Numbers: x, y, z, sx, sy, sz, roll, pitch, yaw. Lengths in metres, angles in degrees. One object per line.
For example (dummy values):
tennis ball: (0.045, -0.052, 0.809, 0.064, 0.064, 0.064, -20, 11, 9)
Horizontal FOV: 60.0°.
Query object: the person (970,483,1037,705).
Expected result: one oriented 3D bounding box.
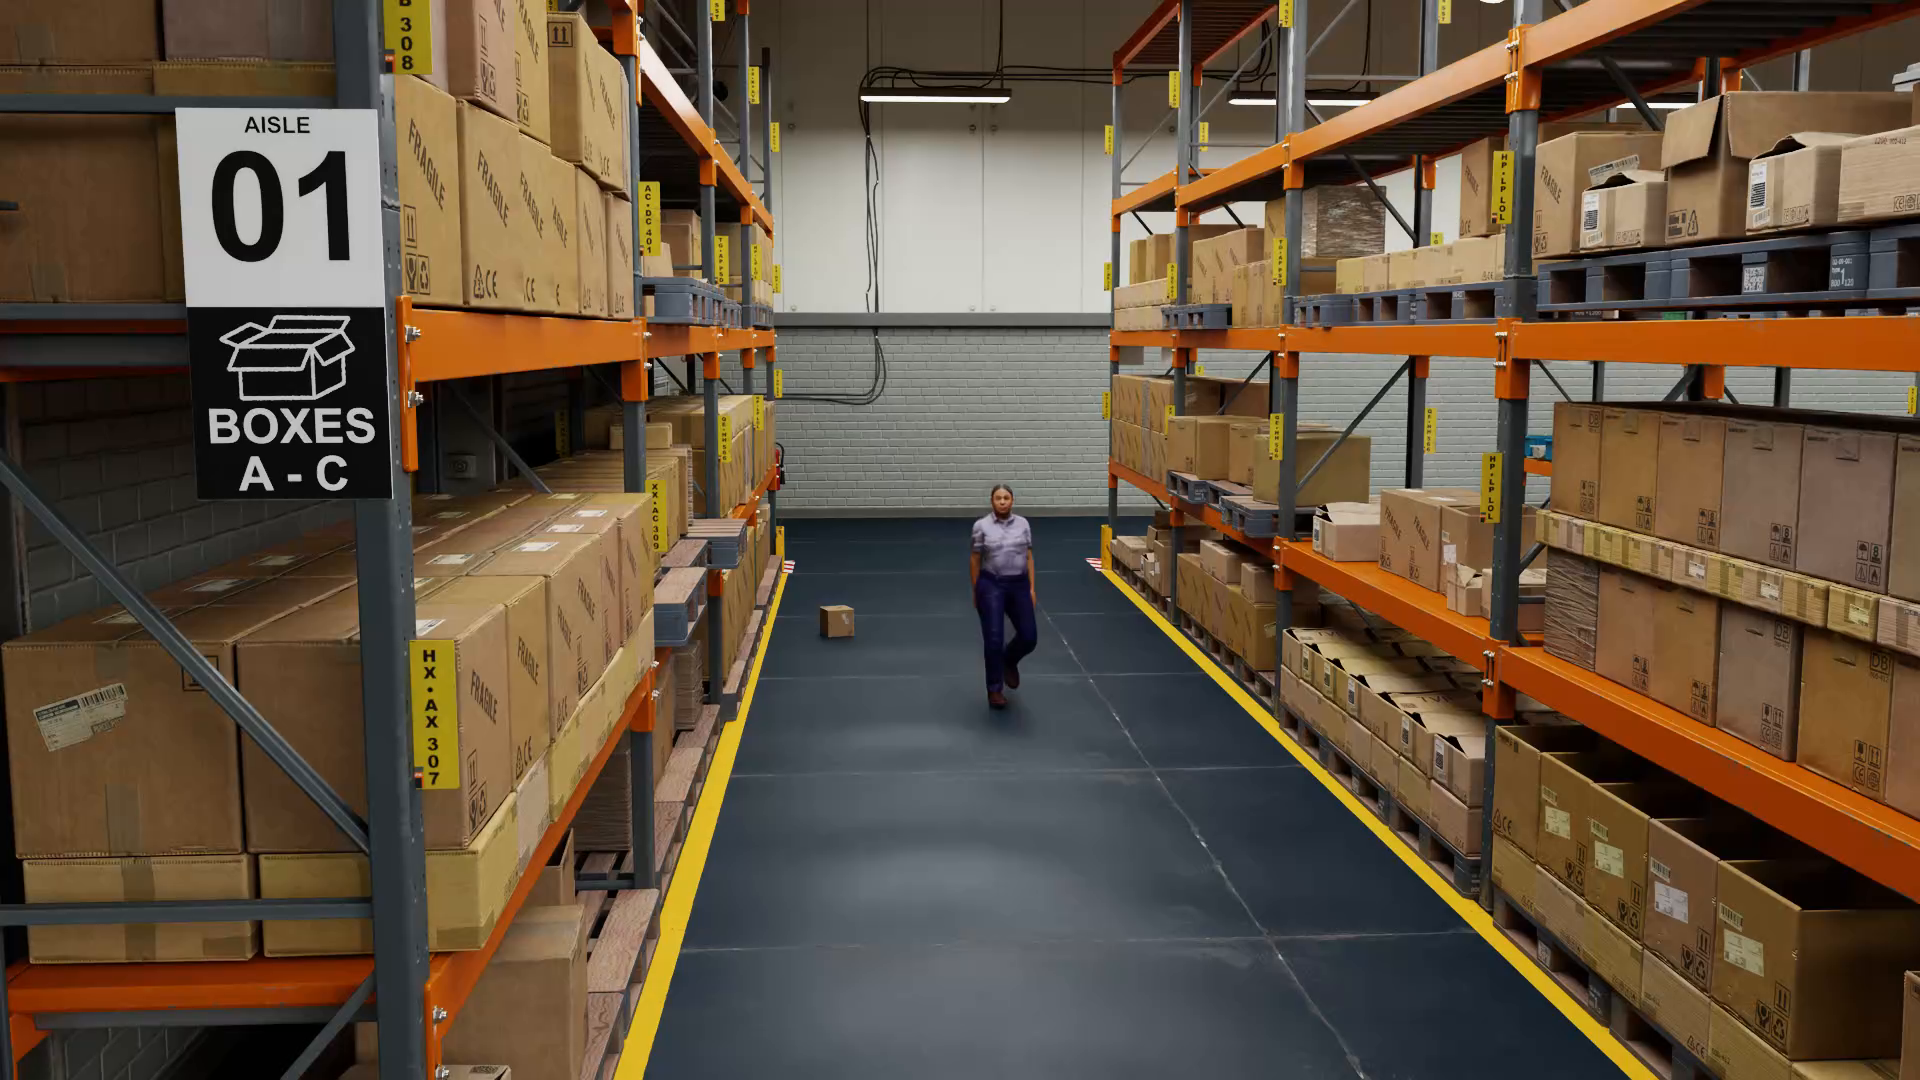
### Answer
person: (0.319, 0.391, 12.472, 0.490, 1.623, 0.558, -2, 7, -14)
